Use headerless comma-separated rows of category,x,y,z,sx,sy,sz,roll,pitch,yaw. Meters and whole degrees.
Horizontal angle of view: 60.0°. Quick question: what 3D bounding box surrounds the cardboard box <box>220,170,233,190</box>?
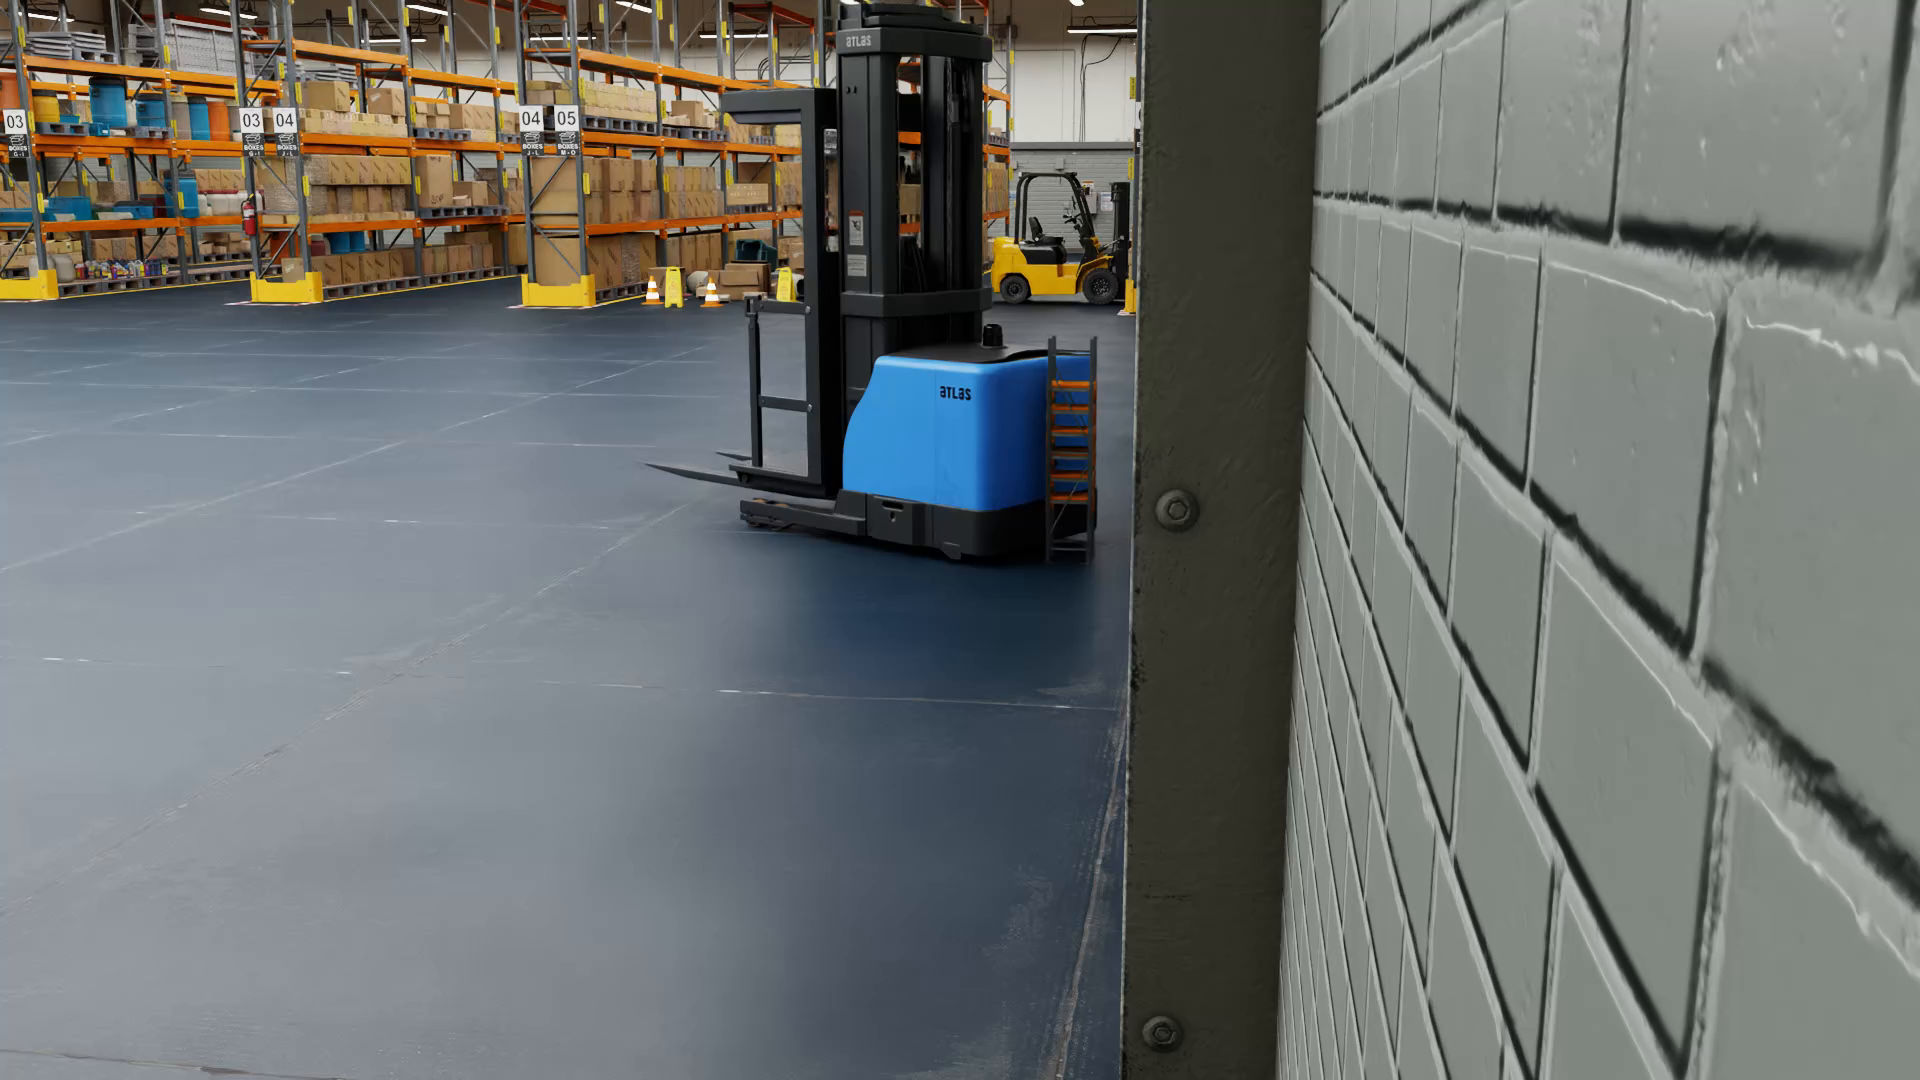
cardboard box,-18.941,-9.196,42.433,0.500,0.500,0.500,2,12,7

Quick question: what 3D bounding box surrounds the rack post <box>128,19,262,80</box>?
rack post,-15.569,-9.971,33.927,1.013,1.000,3.121,2,12,9

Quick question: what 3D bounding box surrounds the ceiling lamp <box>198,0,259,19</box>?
ceiling lamp,-16.909,-13.879,38.678,0.800,3.185,2.000,2,12,9

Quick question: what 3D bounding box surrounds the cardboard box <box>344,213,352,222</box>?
cardboard box,-11.043,-5.724,29.531,0.380,0.149,0.250,2,12,9

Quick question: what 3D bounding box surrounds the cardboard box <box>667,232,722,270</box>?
cardboard box,-5.575,-6.000,34.559,1.050,0.750,0.750,2,12,8

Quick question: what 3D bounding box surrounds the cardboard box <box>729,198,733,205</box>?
cardboard box,-5.082,-7.243,35.584,0.380,0.149,0.250,2,12,11

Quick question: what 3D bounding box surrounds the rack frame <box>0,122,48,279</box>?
rack frame,-16.402,-5.695,28.801,1.000,3.000,0.127,2,12,9

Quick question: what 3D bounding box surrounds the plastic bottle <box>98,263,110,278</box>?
plastic bottle,-16.265,-5.130,31.597,0.152,0.276,0.135,2,12,9

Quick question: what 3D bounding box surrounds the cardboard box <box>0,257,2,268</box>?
cardboard box,-20.294,-5.733,34.505,0.500,0.250,0.500,2,12,10

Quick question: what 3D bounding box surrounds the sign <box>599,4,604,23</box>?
sign,-6.545,-9.629,30.408,0.100,0.325,0.005,2,12,9

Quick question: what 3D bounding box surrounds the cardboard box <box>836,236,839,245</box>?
cardboard box,-1.860,-5.013,27.842,0.380,0.149,0.250,2,12,10

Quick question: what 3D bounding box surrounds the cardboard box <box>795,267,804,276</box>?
cardboard box,-2.610,-4.647,29.863,0.500,0.500,0.500,-10,16,-40

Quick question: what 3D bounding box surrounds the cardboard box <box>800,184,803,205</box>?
cardboard box,-4.129,-8.563,41.166,0.500,0.500,0.500,2,12,9

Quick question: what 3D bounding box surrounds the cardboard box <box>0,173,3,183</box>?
cardboard box,-24.165,-8.980,41.269,0.500,0.250,0.500,2,12,10

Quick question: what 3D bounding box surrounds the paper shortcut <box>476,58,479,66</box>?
paper shortcut,-10.593,-10.493,36.492,0.009,0.170,0.078,12,-17,6

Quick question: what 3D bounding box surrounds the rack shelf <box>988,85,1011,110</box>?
rack shelf,0.437,-10.514,39.576,1.077,0.370,4.000,2,12,9

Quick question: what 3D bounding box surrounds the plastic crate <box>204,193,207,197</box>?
plastic crate,-15.722,-7.066,35.007,0.402,0.464,0.583,2,12,9

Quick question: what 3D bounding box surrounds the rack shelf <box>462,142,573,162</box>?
rack shelf,-9.970,-8.731,37.476,1.077,0.370,4.000,2,12,9

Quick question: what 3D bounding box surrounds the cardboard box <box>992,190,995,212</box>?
cardboard box,0.542,-7.955,39.047,0.500,0.500,0.500,2,12,9

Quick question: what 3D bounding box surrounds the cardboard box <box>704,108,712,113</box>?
cardboard box,-5.522,-9.108,35.461,0.396,0.266,0.258,2,12,9

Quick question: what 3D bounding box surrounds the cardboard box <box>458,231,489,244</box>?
cardboard box,-10.351,-6.420,35.270,0.500,0.250,0.500,2,12,11

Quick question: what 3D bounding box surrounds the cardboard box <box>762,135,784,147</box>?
cardboard box,-4.445,-9.332,38.912,0.500,0.250,0.500,3,12,12

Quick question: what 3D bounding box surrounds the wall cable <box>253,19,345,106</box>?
wall cable,-19.834,-14.309,49.911,3.097,2.526,0.112,2,12,9

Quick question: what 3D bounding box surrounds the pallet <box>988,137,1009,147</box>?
pallet,0.641,-9.813,40.997,1.003,0.211,1.213,2,12,9

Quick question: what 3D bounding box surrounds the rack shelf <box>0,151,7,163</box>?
rack shelf,-24.653,-9.213,39.710,1.077,0.370,4.000,2,12,9

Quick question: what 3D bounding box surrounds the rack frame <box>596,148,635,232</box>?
rack frame,-9.047,-8.866,43.511,1.000,3.000,0.127,2,12,9

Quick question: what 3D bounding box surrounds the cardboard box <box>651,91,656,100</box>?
cardboard box,-5.748,-8.087,30.247,0.380,0.149,0.250,2,12,8

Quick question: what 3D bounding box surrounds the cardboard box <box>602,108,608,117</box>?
cardboard box,-6.137,-7.170,27.885,0.380,0.149,0.250,2,12,9

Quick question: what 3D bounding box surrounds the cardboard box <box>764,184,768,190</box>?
cardboard box,-4.646,-8.135,38.307,0.380,0.149,0.250,2,12,11

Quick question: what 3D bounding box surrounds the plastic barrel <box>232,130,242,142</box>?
plastic barrel,-15.136,-8.487,34.964,0.301,0.262,0.301,0,12,0

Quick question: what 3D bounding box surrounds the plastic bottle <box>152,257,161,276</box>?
plastic bottle,-15.601,-5.305,32.232,0.144,0.351,0.185,2,12,7

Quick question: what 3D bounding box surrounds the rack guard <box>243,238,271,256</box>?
rack guard,-18.847,-7.950,45.194,1.175,0.500,0.348,2,12,9

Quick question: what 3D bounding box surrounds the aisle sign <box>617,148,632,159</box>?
aisle sign,-8.740,-10.142,43.262,0.394,0.787,0.004,2,12,9

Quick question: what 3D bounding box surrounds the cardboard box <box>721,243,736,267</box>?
cardboard box,-5.031,-6.141,35.805,0.500,0.500,0.500,1,12,6

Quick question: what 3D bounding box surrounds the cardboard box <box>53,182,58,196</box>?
cardboard box,-24.026,-9.077,43.780,0.980,0.700,0.700,1,12,6

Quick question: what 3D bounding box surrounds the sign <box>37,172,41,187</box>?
sign,-20.603,-8.065,37.236,0.100,0.325,0.005,2,12,9

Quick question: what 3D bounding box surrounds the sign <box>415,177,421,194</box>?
sign,-10.355,-6.775,31.755,0.100,0.325,0.005,2,12,9

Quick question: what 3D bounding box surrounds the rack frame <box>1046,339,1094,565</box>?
rack frame,0.577,-0.458,8.769,0.240,1.200,0.006,2,12,10

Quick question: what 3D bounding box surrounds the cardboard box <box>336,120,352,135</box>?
cardboard box,-11.025,-7.230,29.160,0.500,0.250,0.500,2,12,8

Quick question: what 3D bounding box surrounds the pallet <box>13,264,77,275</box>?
pallet,-20.230,-5.989,36.781,1.003,0.211,1.213,2,12,9

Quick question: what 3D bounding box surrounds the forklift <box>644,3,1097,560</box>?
forklift,-0.671,-1.558,9.767,3.031,2.935,1.130,10,16,39

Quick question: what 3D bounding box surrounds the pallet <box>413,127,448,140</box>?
pallet,-10.692,-7.867,32.204,1.213,0.211,1.003,2,12,9

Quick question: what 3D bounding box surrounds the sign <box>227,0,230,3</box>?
sign,-12.053,-9.024,27.413,0.100,0.325,0.005,2,12,9

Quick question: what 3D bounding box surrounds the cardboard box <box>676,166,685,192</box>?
cardboard box,-5.781,-7.039,32.427,0.700,0.500,0.500,2,12,9

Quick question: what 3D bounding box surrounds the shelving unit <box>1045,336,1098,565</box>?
shelving unit,0.593,-0.477,8.857,0.258,1.200,0.189,2,12,10

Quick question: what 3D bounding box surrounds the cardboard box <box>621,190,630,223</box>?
cardboard box,-6.296,-5.845,29.137,0.875,0.550,0.500,2,12,9

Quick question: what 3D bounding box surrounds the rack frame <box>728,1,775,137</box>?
rack frame,-4.777,-10.784,38.172,1.000,3.000,0.127,2,12,9

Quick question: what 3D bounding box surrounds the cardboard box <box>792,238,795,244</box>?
cardboard box,-4.254,-7.343,40.805,0.380,0.149,0.250,2,12,9

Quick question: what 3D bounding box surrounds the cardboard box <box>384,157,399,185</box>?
cardboard box,-10.766,-6.844,30.814,0.500,0.500,0.500,2,12,9

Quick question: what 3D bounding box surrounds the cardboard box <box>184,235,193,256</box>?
cardboard box,-19.243,-7.236,40.838,0.500,0.500,0.500,2,12,8

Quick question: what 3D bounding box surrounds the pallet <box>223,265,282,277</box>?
pallet,-15.329,-5.838,36.080,1.003,0.211,1.213,2,12,9
